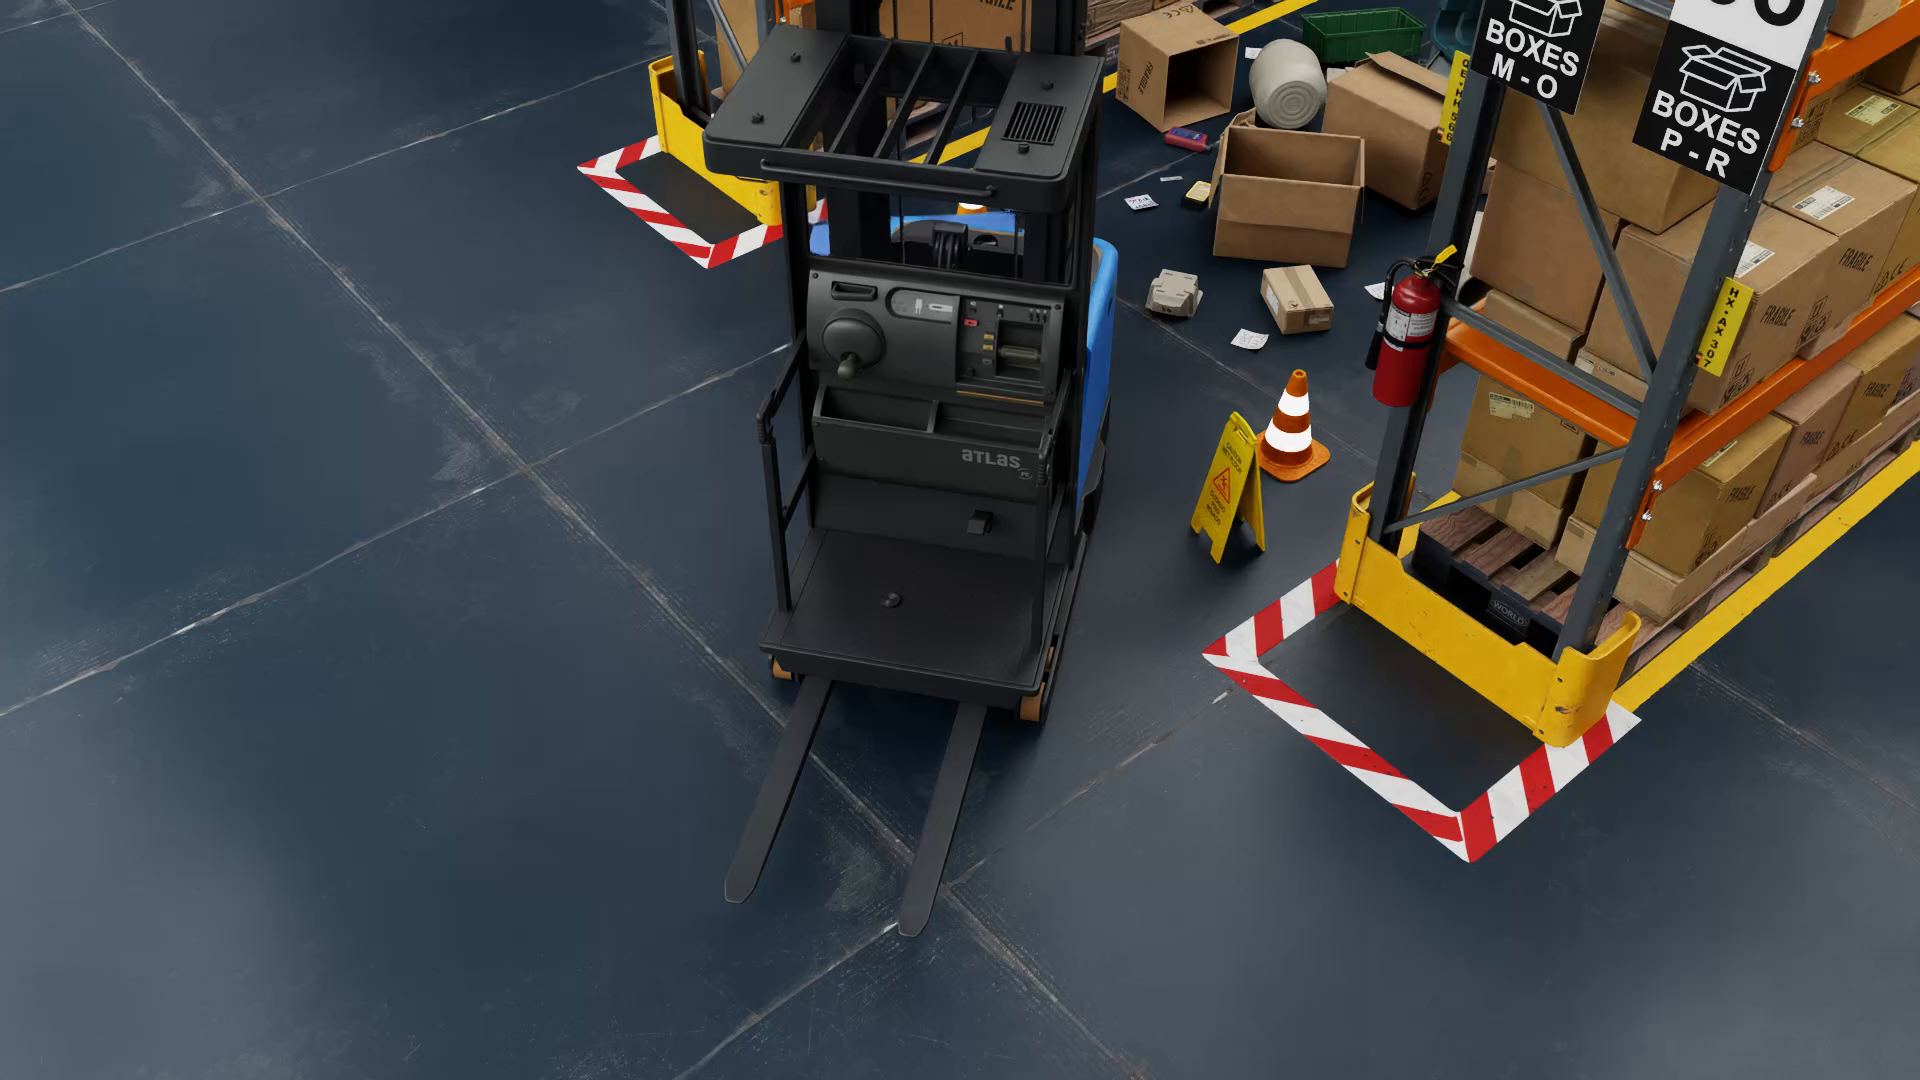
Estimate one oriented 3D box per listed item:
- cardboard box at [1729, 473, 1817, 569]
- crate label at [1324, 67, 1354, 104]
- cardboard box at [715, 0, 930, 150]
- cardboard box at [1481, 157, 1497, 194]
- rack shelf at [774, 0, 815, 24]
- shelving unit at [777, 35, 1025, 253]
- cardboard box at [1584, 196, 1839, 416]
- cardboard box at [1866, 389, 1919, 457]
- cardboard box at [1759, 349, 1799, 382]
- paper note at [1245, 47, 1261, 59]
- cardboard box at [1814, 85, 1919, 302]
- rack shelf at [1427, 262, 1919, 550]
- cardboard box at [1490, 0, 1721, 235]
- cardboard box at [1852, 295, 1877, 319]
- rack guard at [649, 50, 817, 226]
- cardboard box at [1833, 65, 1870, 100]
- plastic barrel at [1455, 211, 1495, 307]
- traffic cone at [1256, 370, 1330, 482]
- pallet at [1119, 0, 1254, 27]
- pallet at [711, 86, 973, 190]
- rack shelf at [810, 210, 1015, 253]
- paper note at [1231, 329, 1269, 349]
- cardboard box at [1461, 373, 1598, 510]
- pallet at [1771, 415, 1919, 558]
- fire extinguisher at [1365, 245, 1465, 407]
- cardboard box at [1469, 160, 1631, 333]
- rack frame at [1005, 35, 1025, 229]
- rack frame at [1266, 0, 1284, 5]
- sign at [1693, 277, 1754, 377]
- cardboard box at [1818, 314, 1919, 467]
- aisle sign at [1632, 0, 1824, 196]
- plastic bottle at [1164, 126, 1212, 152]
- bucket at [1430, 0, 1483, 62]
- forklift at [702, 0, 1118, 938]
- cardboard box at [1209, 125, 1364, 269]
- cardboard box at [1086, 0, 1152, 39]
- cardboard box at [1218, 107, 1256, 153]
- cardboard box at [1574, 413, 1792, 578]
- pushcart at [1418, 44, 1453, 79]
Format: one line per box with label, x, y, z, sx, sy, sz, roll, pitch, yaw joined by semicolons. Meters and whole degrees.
cardboard box;3.192;-0.205;6.979;0.500;0.250;0.500;-28;50;-27
crate label;2.330;-2.758;10.087;0.298;0.136;0.250;7;44;7
cardboard box;-0.776;-2.891;9.382;0.875;0.875;0.875;-29;51;-28
cardboard box;3.066;-2.154;9.350;0.258;0.266;0.396;7;44;7
rack shelf;0.281;-3.796;9.626;4.000;0.370;1.077;-30;51;-28
shelving unit;-0.232;-1.445;7.603;1.048;1.500;0.538;-3;39;4
cardboard box;2.541;-0.832;5.655;0.500;0.500;0.500;-31;51;-28
cardboard box;3.992;-0.672;7.476;0.500;0.250;0.500;-29;50;-27
cardboard box;2.833;-0.766;6.058;0.250;0.149;0.380;-31;52;-29
paper note;1.880;-3.084;10.511;0.147;0.020;0.142;7;44;7
cardboard box;3.326;-1.286;6.138;0.500;0.500;0.500;-31;51;-29
rack shelf;3.534;-1.241;6.906;4.000;0.370;1.077;-30;51;-28
cardboard box;2.252;-1.473;5.607;0.500;0.500;0.700;-31;51;-29
cardboard box;3.234;-0.985;6.291;0.250;0.149;0.380;-28;50;-27
rack guard;-1.272;-2.258;9.289;0.348;0.500;1.175;-30;51;-28
cardboard box;2.970;-1.970;6.135;0.500;0.500;0.700;-30;51;-28
plastic barrel;2.613;-1.388;8.419;0.421;0.421;0.512;0;43;0
traffic cone;1.502;-0.566;7.515;0.334;0.463;0.336;-30;51;-28
pallet;1.181;-3.627;10.958;1.213;0.211;1.003;-30;51;-28
pallet;-0.690;-2.556;9.817;1.213;0.211;1.003;-30;51;-28
rack shelf;-0.215;-1.306;7.715;1.000;0.185;0.538;-3;39;4
paper note;1.448;-1.003;8.296;0.148;0.019;0.142;22;47;21
cardboard box;2.447;-0.538;6.785;0.500;0.500;0.500;-29;51;-28
pallet;3.639;-0.513;7.642;1.213;0.211;1.003;-30;51;-28
fire extinguisher;1.616;-0.788;5.955;0.183;0.674;0.296;-30;51;-28
cardboard box;2.239;-1.153;5.996;0.500;0.500;0.500;-31;51;-29
rack frame;0.275;-1.475;7.567;0.032;1.500;0.500;-3;39;4
rack frame;1.815;-4.937;10.315;0.127;3.000;1.000;-30;51;-28
sign;2.348;-0.655;5.125;0.005;0.325;0.100;-30;51;-28
cardboard box;3.602;-0.717;6.976;0.500;0.500;0.500;-29;50;-27
aisle sign;2.151;-1.382;4.632;0.004;0.787;0.394;-30;51;-28
plastic bottle;1.347;-2.327;9.683;0.283;0.061;0.133;22;47;21
bucket;3.190;-3.027;9.563;0.620;0.611;0.726;-6;43;-21
forklift;-0.138;-0.647;5.798;1.130;2.935;3.031;9;44;9
cardboard box;1.723;-1.816;8.816;0.797;0.503;0.637;7;44;7
cardboard box;0.598;-3.678;10.220;0.875;0.875;0.875;-29;51;-28
cardboard box;1.678;-2.218;9.418;0.258;0.266;0.396;-21;47;-21
cardboard box;2.814;-0.269;6.499;0.500;0.500;0.500;-32;52;-29
pushcart;3.567;-2.601;9.744;1.648;0.377;0.936;22;47;21
